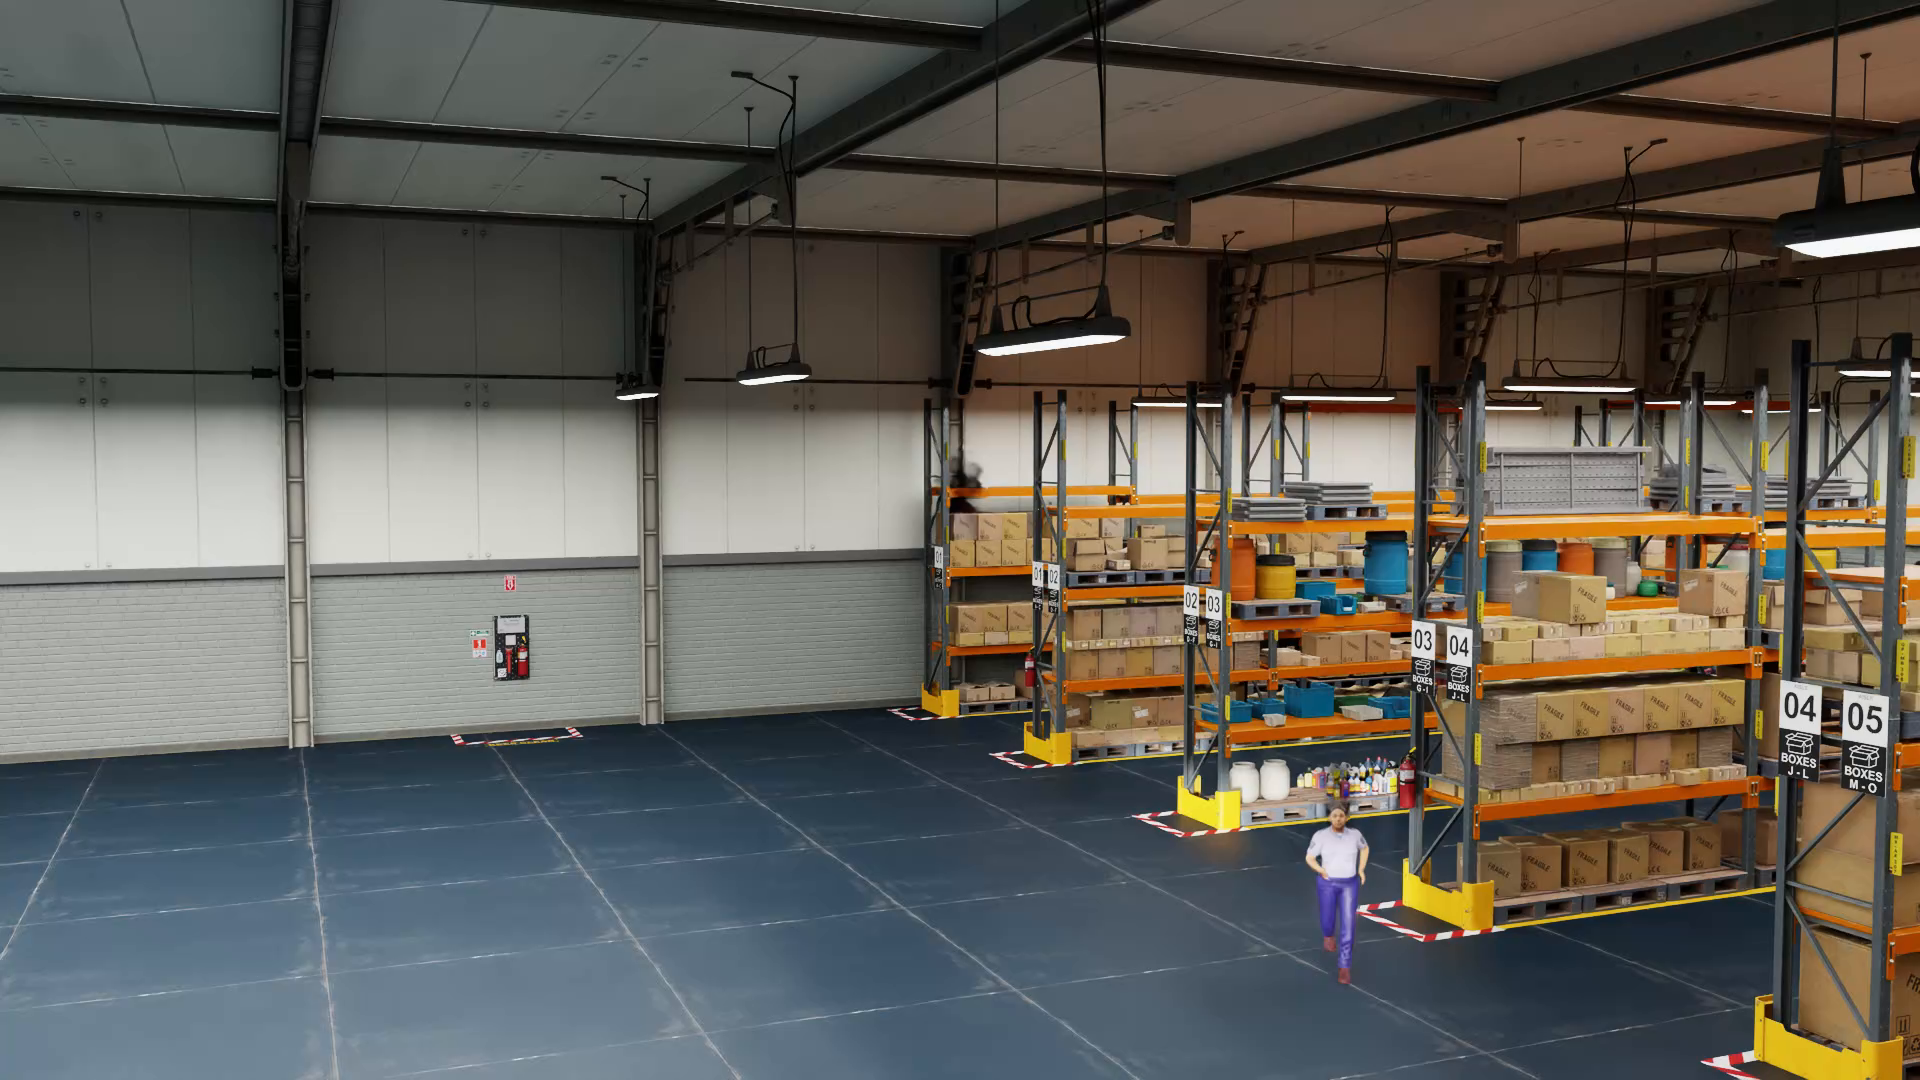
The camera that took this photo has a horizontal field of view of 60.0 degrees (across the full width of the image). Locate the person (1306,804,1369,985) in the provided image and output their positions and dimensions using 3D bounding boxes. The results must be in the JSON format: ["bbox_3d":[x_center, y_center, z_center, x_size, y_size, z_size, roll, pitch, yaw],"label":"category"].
[{"bbox_3d":[3.685,3.390,16.222,0.616,1.644,0.903,1,3,10],"label":"person"}]
